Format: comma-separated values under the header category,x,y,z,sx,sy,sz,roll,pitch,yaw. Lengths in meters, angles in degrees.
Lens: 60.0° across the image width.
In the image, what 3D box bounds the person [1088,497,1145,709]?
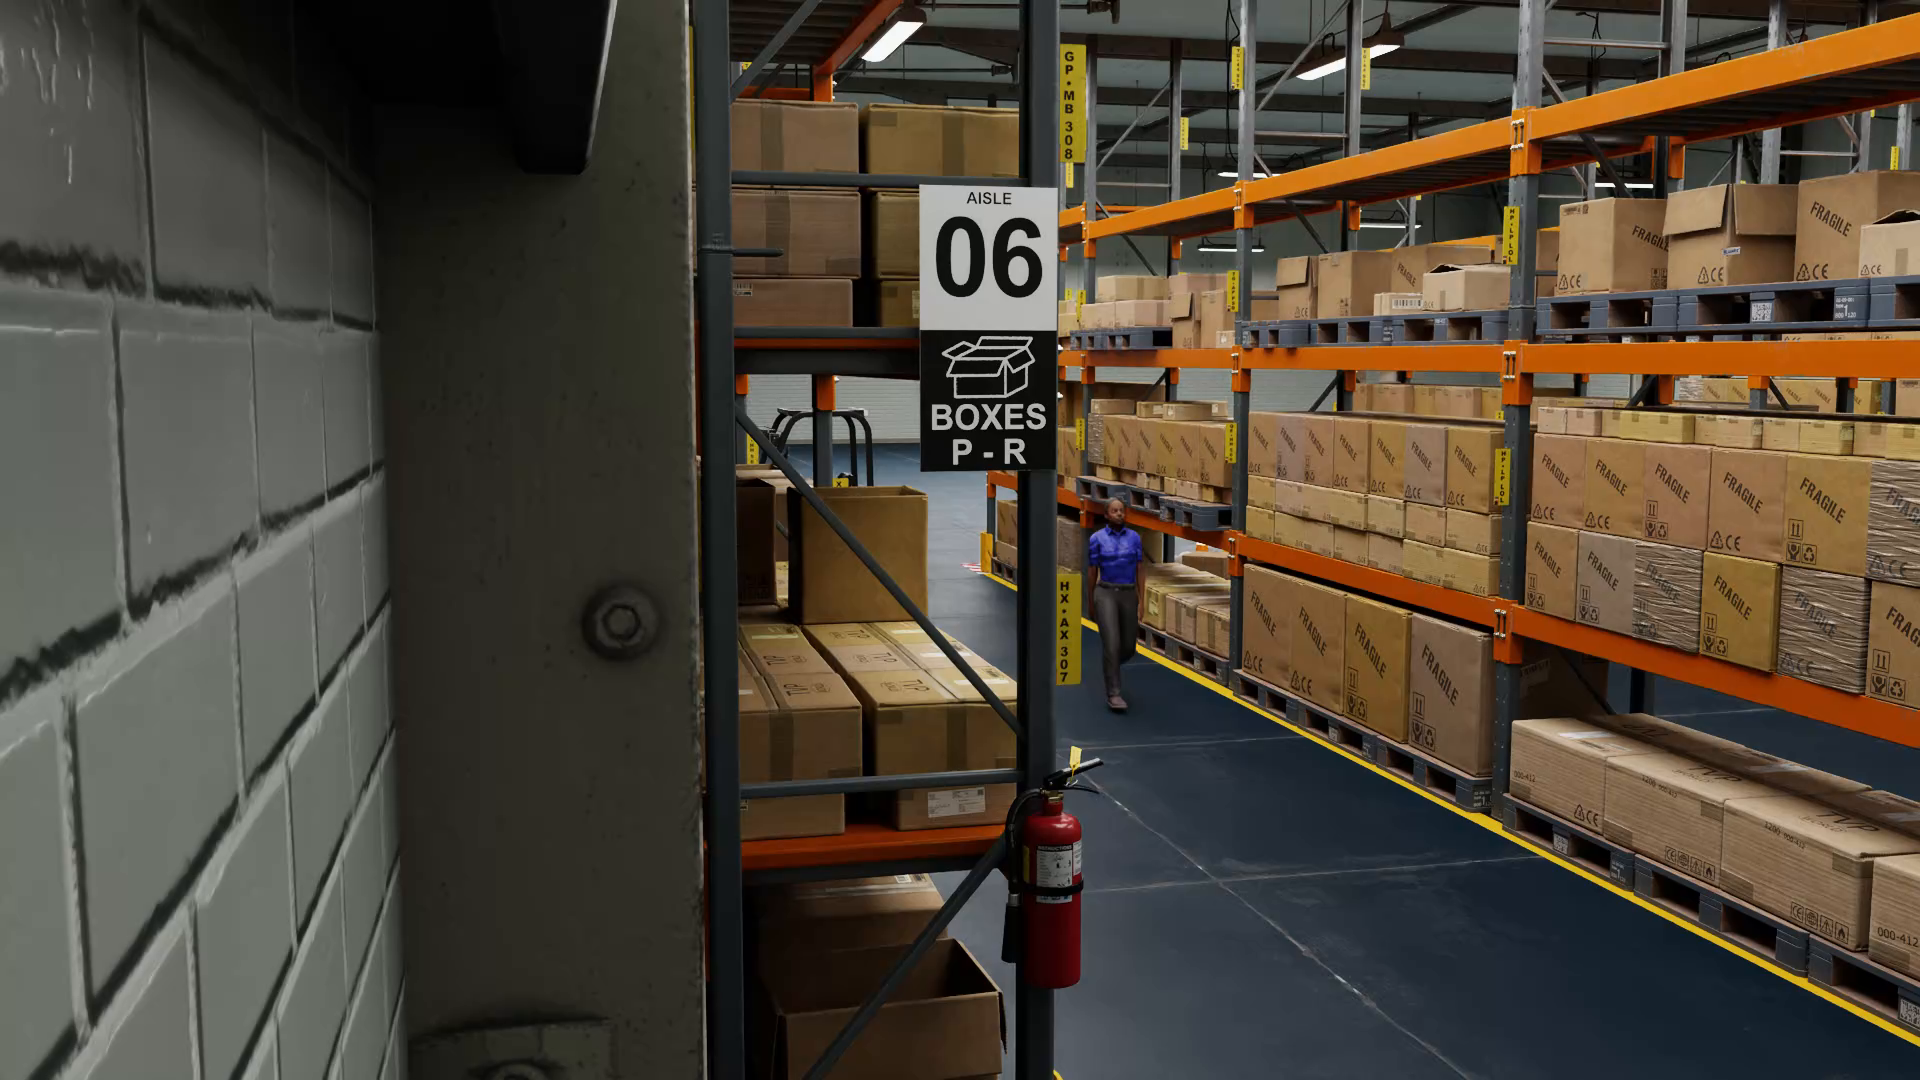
category,x,y,z,sx,sy,sz,roll,pitch,yaw
person,1.230,0.466,13.121,0.449,1.617,0.835,-1,6,-12
